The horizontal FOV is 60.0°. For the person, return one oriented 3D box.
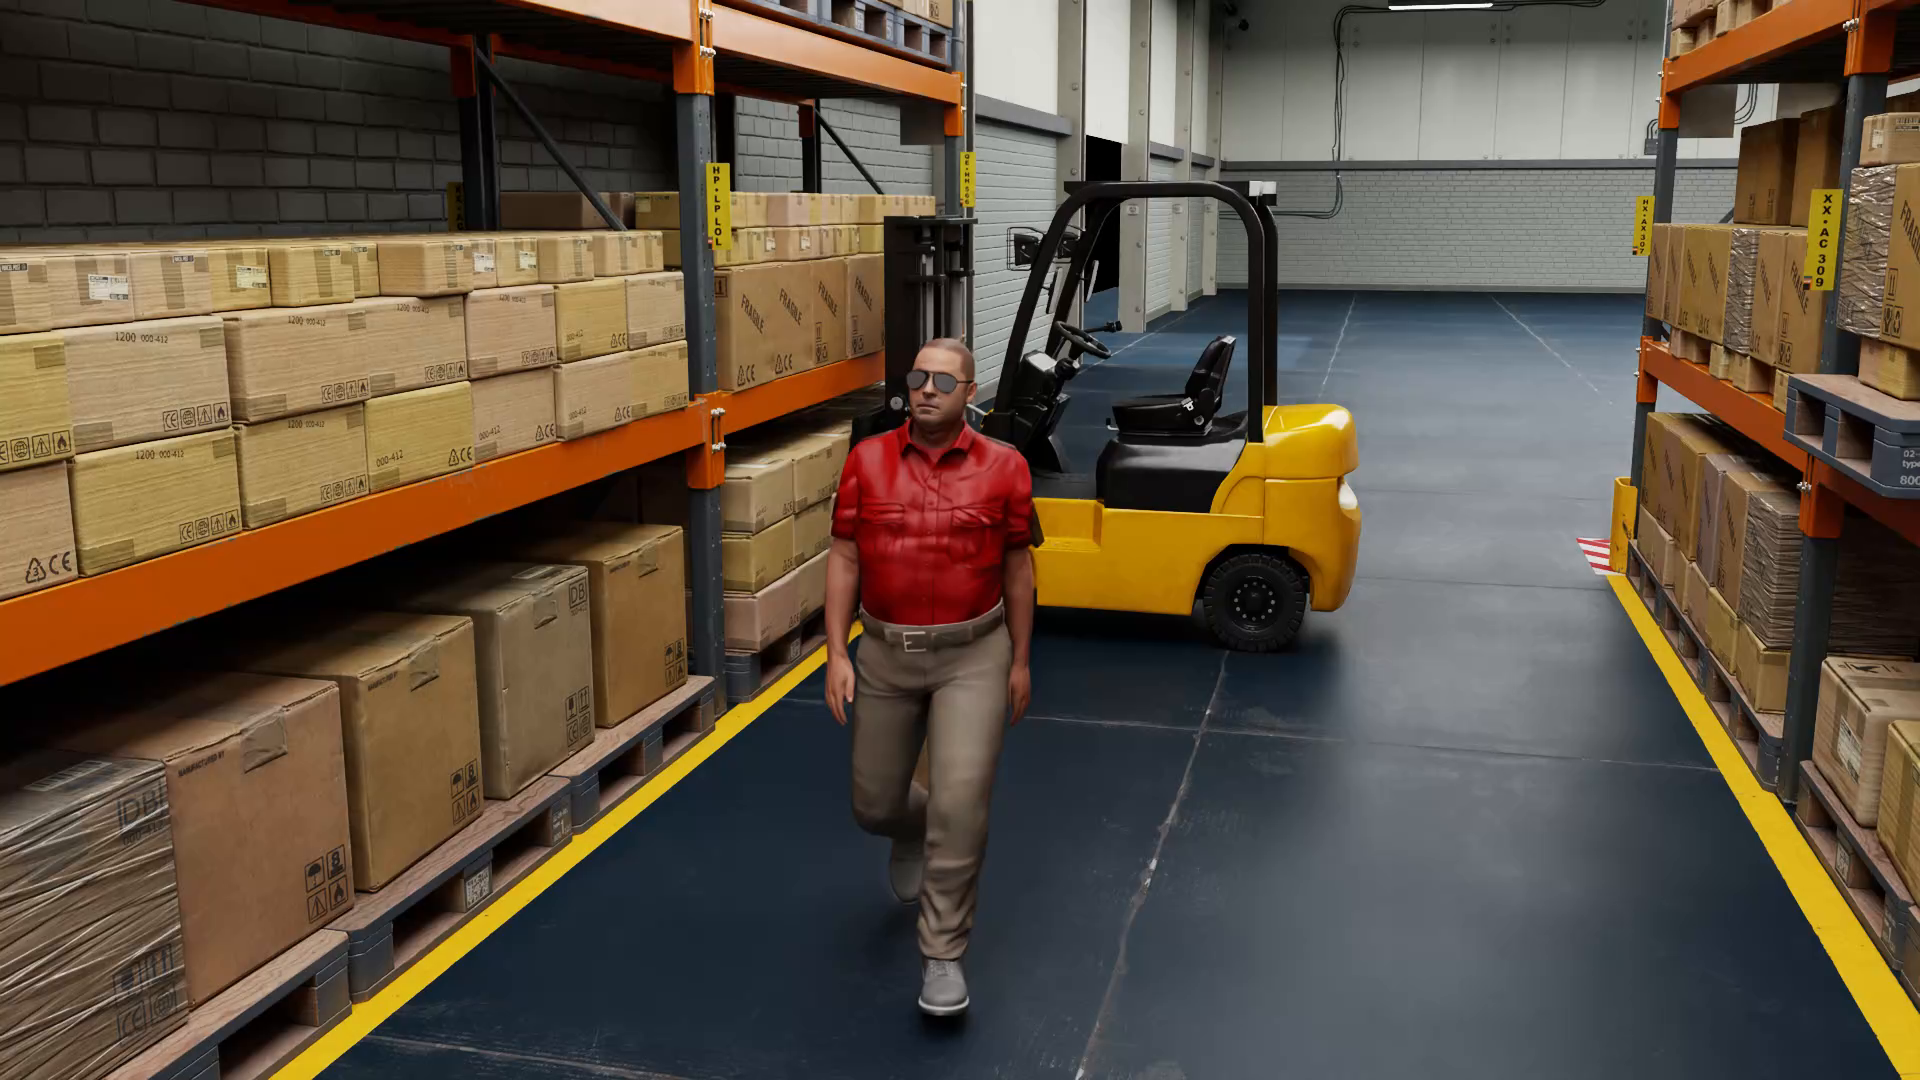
[{"bbox_3d":[-0.083,0.310,4.421,0.546,1.682,0.863,2,11,8],"label":"person"}]
